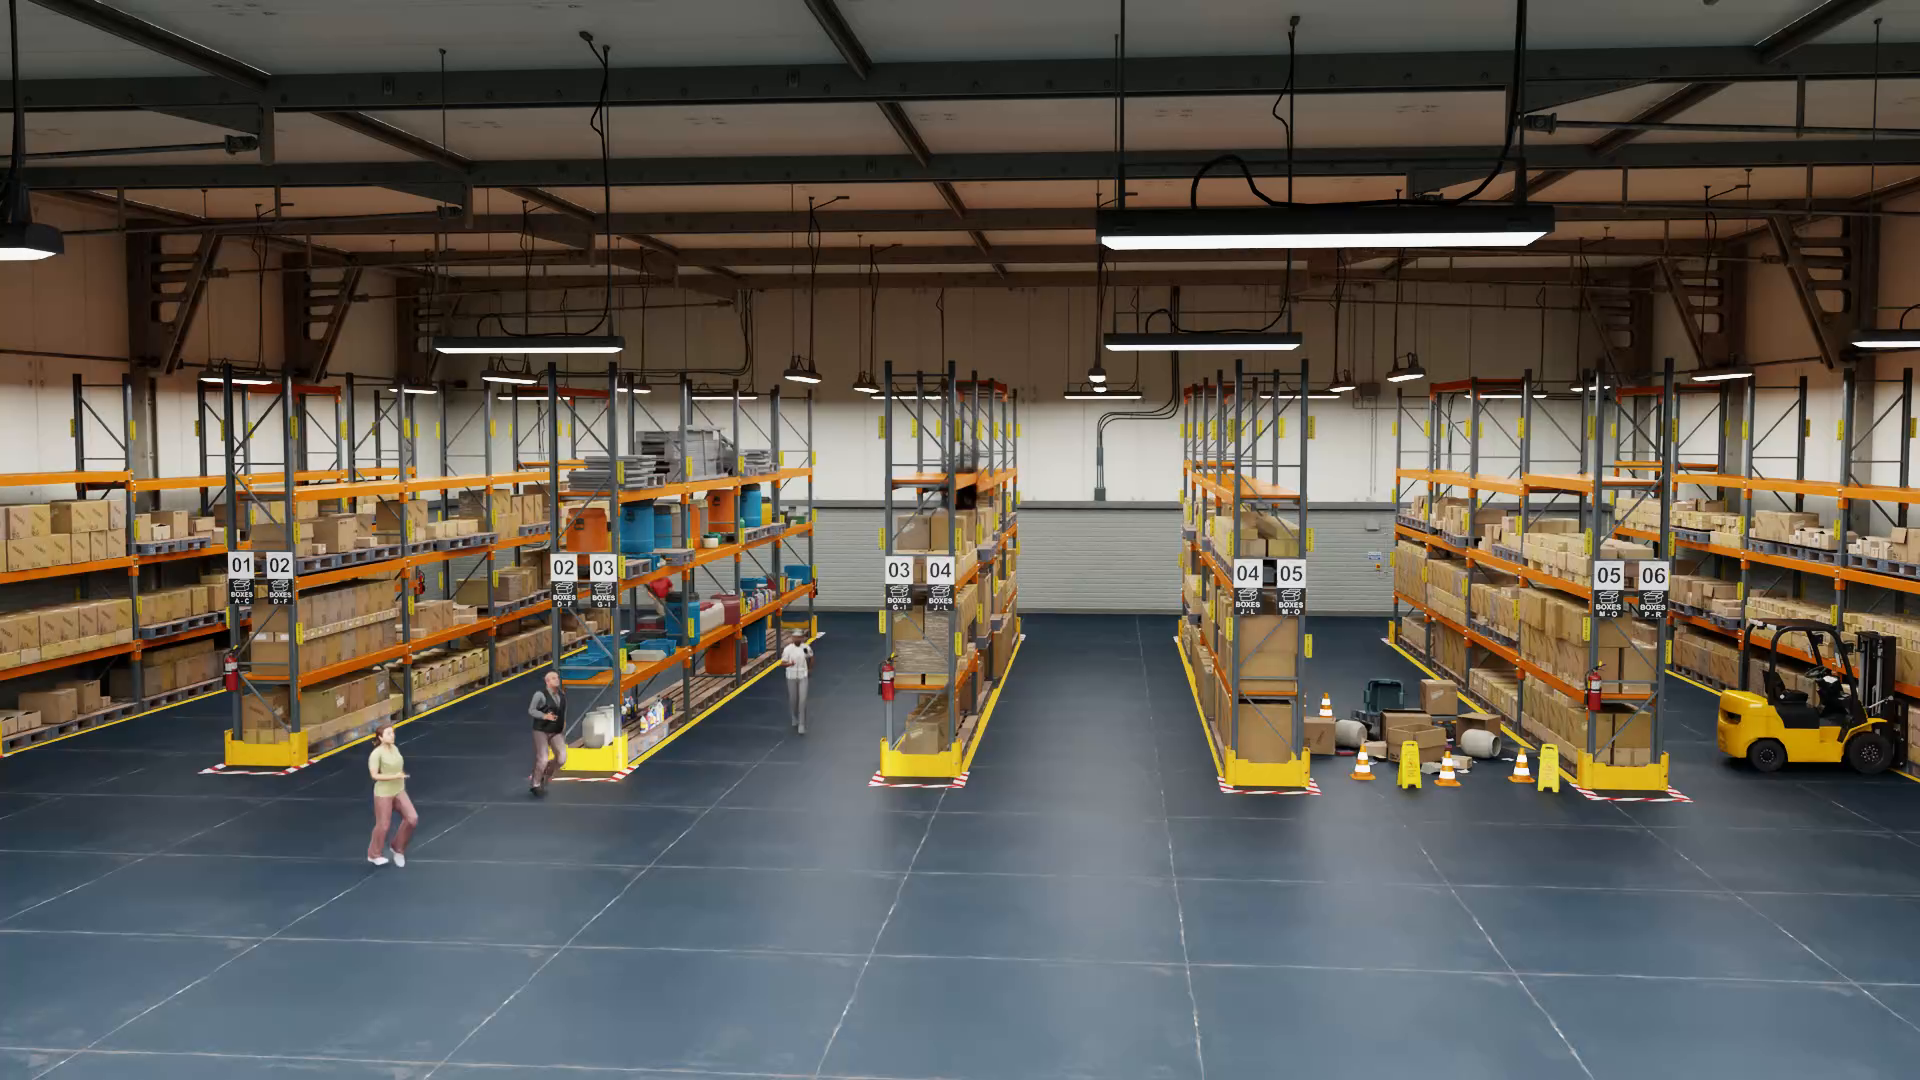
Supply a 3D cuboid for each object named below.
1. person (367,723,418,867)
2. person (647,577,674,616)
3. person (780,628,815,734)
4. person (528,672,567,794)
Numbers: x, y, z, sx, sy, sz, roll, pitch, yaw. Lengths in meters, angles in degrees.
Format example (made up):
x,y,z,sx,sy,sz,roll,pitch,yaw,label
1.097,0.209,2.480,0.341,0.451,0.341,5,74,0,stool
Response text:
x,y,z,sx,sy,sz,roll,pitch,yaw,label
-6.507,2.917,18.978,0.668,1.608,0.548,2,4,29,person
-7.212,1.525,40.235,0.681,1.662,0.596,-1,4,-16,person
-2.692,2.304,27.589,0.575,1.696,0.877,0,4,-6,person
-5.600,2.654,22.889,0.614,1.675,0.672,4,5,44,person
